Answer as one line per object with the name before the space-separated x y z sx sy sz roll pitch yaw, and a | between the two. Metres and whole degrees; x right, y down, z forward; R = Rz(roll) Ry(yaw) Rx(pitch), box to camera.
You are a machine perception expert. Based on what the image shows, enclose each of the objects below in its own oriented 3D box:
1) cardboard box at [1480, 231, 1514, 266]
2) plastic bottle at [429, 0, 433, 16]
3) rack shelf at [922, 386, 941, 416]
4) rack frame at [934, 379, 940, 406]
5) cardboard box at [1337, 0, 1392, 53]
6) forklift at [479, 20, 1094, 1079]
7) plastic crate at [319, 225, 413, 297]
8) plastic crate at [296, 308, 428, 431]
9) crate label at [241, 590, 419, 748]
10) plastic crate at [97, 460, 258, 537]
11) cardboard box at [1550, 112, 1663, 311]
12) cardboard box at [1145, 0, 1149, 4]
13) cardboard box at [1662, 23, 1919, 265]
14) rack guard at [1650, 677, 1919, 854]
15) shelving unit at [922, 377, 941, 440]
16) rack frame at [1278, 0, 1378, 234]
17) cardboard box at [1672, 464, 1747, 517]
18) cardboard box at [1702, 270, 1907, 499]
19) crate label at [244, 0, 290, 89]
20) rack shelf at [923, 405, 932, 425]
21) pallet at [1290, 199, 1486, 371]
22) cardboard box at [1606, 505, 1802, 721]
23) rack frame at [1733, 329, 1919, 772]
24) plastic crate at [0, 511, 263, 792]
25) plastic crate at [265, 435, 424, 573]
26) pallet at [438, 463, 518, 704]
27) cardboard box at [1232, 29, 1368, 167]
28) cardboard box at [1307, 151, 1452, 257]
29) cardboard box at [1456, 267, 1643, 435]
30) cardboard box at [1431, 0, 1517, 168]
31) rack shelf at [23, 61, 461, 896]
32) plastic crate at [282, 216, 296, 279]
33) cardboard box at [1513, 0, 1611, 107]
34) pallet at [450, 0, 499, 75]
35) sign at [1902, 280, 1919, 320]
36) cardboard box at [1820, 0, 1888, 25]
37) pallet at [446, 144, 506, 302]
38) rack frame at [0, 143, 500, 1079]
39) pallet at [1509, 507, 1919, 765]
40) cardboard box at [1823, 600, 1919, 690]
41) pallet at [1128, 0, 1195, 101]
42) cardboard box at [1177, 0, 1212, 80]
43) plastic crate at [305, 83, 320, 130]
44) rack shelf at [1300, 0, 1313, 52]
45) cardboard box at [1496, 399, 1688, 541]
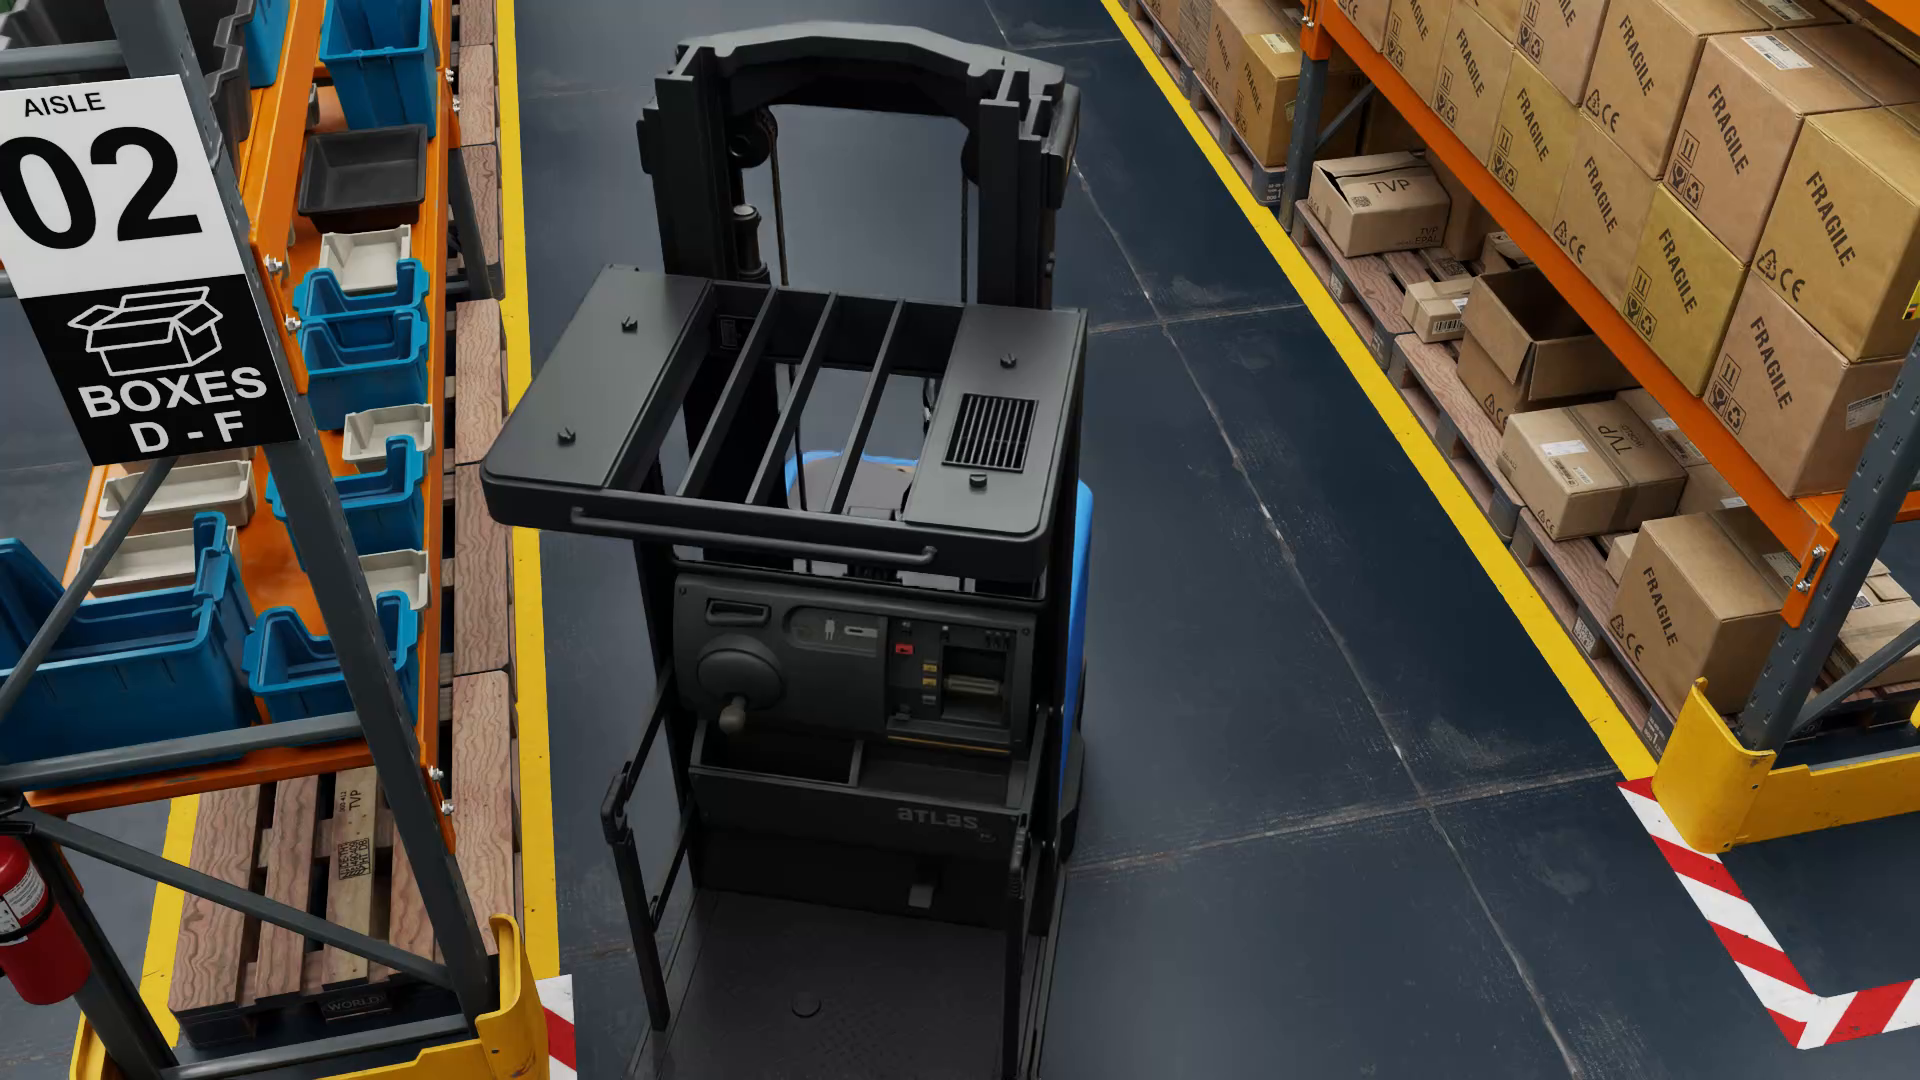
cardboard box | 2.686 -1.336 7.812 0.380 0.149 0.250 -8 42 -9
plastic bottle | -2.382 -2.435 7.322 0.061 0.283 0.133 -8 42 -9
rack shelf | 0.002 -0.508 6.288 0.258 0.077 0.200 -8 42 -9
rack frame | 0.024 -0.265 6.371 0.240 0.900 0.006 -8 42 -9
cardboard box | 1.990 -2.469 7.196 0.500 0.500 0.500 -7 42 -8
forklift | -0.309 0.412 4.078 1.130 2.935 3.031 6 42 7
plastic crate | -2.022 -0.932 5.693 0.293 0.136 0.466 -8 42 -9
plastic crate | -1.844 -0.521 5.159 0.416 0.233 0.300 -8 42 -9
crate label | -1.559 0.332 4.197 0.416 0.233 0.303 -8 42 -9
plastic crate | -2.229 -0.117 4.776 0.396 0.136 0.243 -8 42 -9
cardboard box | 2.430 -1.157 5.718 0.500 0.500 0.500 -8 42 -9
cardboard box | 1.324 -3.623 10.124 0.500 0.500 0.500 -9 42 -10
cardboard box | 2.535 -1.196 5.009 0.500 0.500 0.500 -7 42 -8
rack guard | 2.993 0.677 5.610 1.175 0.500 0.348 -8 42 -9
shelving unit | 0.002 -0.331 6.445 0.258 0.900 0.210 -8 42 -9
rack frame | 2.147 -2.801 7.646 1.000 3.000 0.127 -8 42 -9
cardboard box | 3.062 -0.061 6.300 0.500 0.250 0.500 -8 42 -9
cardboard box | 2.647 -0.497 4.975 0.500 0.500 0.500 -7 42 -8
crate label | -1.711 -1.211 3.707 0.408 0.251 0.502 -8 42 -9
rack shelf | 0.002 -0.441 6.348 0.258 0.077 0.200 -8 42 -9
pallet | 2.294 -1.313 8.070 1.003 0.211 1.213 -8 42 -9
cardboard box | 2.652 0.245 5.766 0.500 0.500 0.500 -8 42 -9
rack frame | 3.010 -0.208 4.725 1.000 3.000 0.127 -8 42 -9
plastic crate | -2.082 0.273 4.111 0.616 0.435 0.499 -8 42 -9
plastic crate | -1.701 -0.095 4.678 0.416 0.233 0.300 -8 42 -9
pallet | -2.228 0.213 6.351 1.003 0.211 1.213 -8 42 -9
cardboard box | 1.760 -2.309 8.644 0.500 0.500 0.500 -9 42 -10
cardboard box | 2.026 -1.657 8.051 0.500 0.311 0.500 -8 42 -9
cardboard box | 2.557 -0.815 6.957 0.797 0.503 0.637 -8 42 -9
cardboard box | 2.210 -1.813 6.457 0.500 0.500 0.500 -9 42 -10
rack shelf | -2.259 -0.528 5.627 1.077 0.370 4.000 -8 42 -9
plastic crate | -2.541 -1.055 5.724 0.437 0.282 0.530 -8 42 -9
cardboard box | 2.308 -1.864 5.762 0.500 0.500 0.500 -7 42 -8
pallet | -3.343 -3.138 10.127 1.003 0.211 1.213 -8 42 -9
sign | 2.464 -0.693 4.161 0.100 0.325 0.005 -8 42 -9
cardboard box | 2.948 -1.608 5.473 0.500 0.500 0.500 -8 42 -9
pallet | -2.817 -1.557 8.345 1.003 0.211 1.213 -8 42 -9
rack frame | -1.828 0.499 3.928 1.000 3.000 0.127 -8 42 -9
pallet | 2.820 0.269 6.288 1.003 0.211 1.213 -8 42 -9
cardboard box | 3.255 0.373 5.886 0.380 0.149 0.250 -8 42 -9
pallet | 1.667 -3.072 10.052 1.003 0.211 1.213 -8 42 -9
cardboard box | 1.554 -2.956 9.372 0.500 0.500 0.500 -8 42 -9
plastic crate | -2.730 -1.695 6.554 0.396 0.136 0.243 -8 42 -9
rack shelf | 1.715 -3.828 9.345 1.077 0.370 4.000 -8 42 -9
cardboard box | 2.476 -0.282 6.547 0.500 0.250 0.500 -8 42 -9
